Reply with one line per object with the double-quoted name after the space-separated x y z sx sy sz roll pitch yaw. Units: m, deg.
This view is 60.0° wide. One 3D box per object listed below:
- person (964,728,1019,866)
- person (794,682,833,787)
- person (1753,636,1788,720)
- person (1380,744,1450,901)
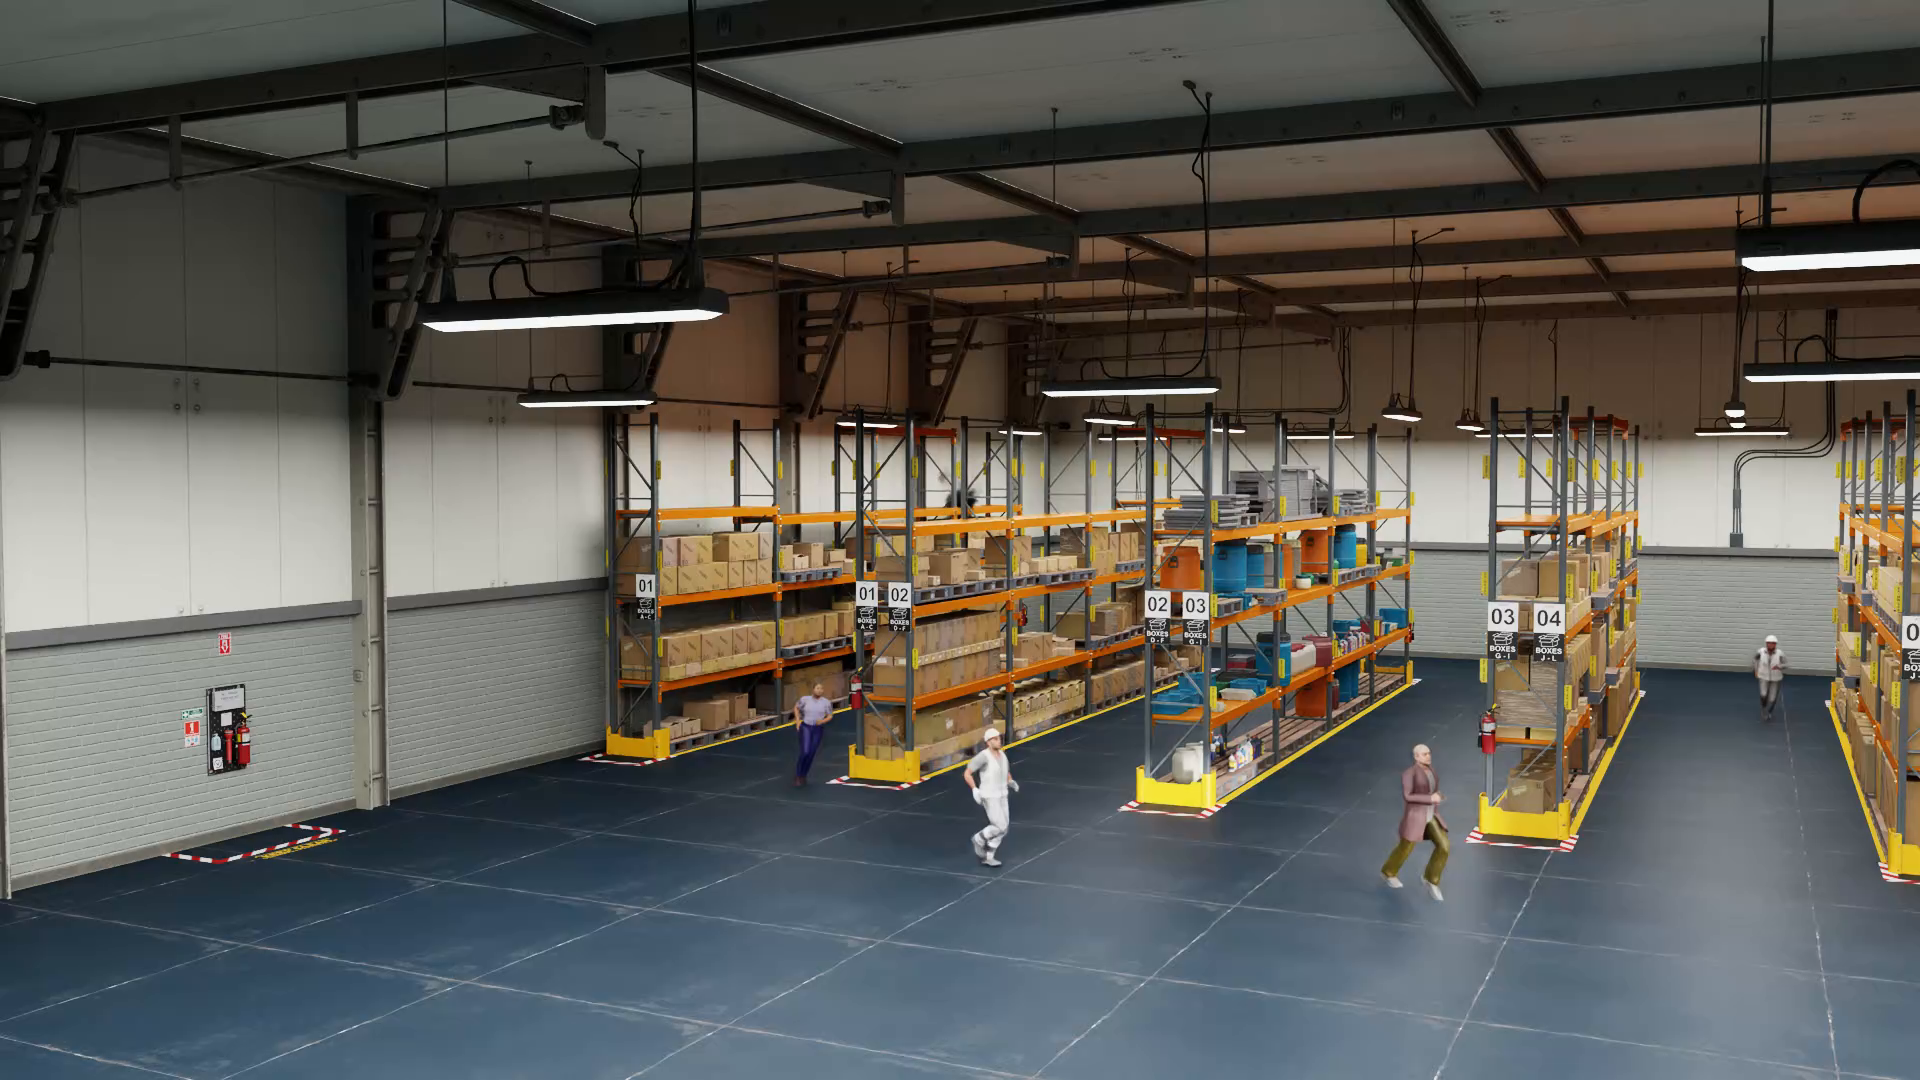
0.450 3.247 20.946 0.587 1.739 0.656 2 3 44 "person"
-2.361 3.093 26.511 0.643 1.670 0.653 -1 3 -18 "person"
16.026 2.732 32.905 0.614 1.705 0.786 1 3 22 "person"
5.401 3.296 19.538 0.730 1.826 0.970 -1 3 -30 "person"
